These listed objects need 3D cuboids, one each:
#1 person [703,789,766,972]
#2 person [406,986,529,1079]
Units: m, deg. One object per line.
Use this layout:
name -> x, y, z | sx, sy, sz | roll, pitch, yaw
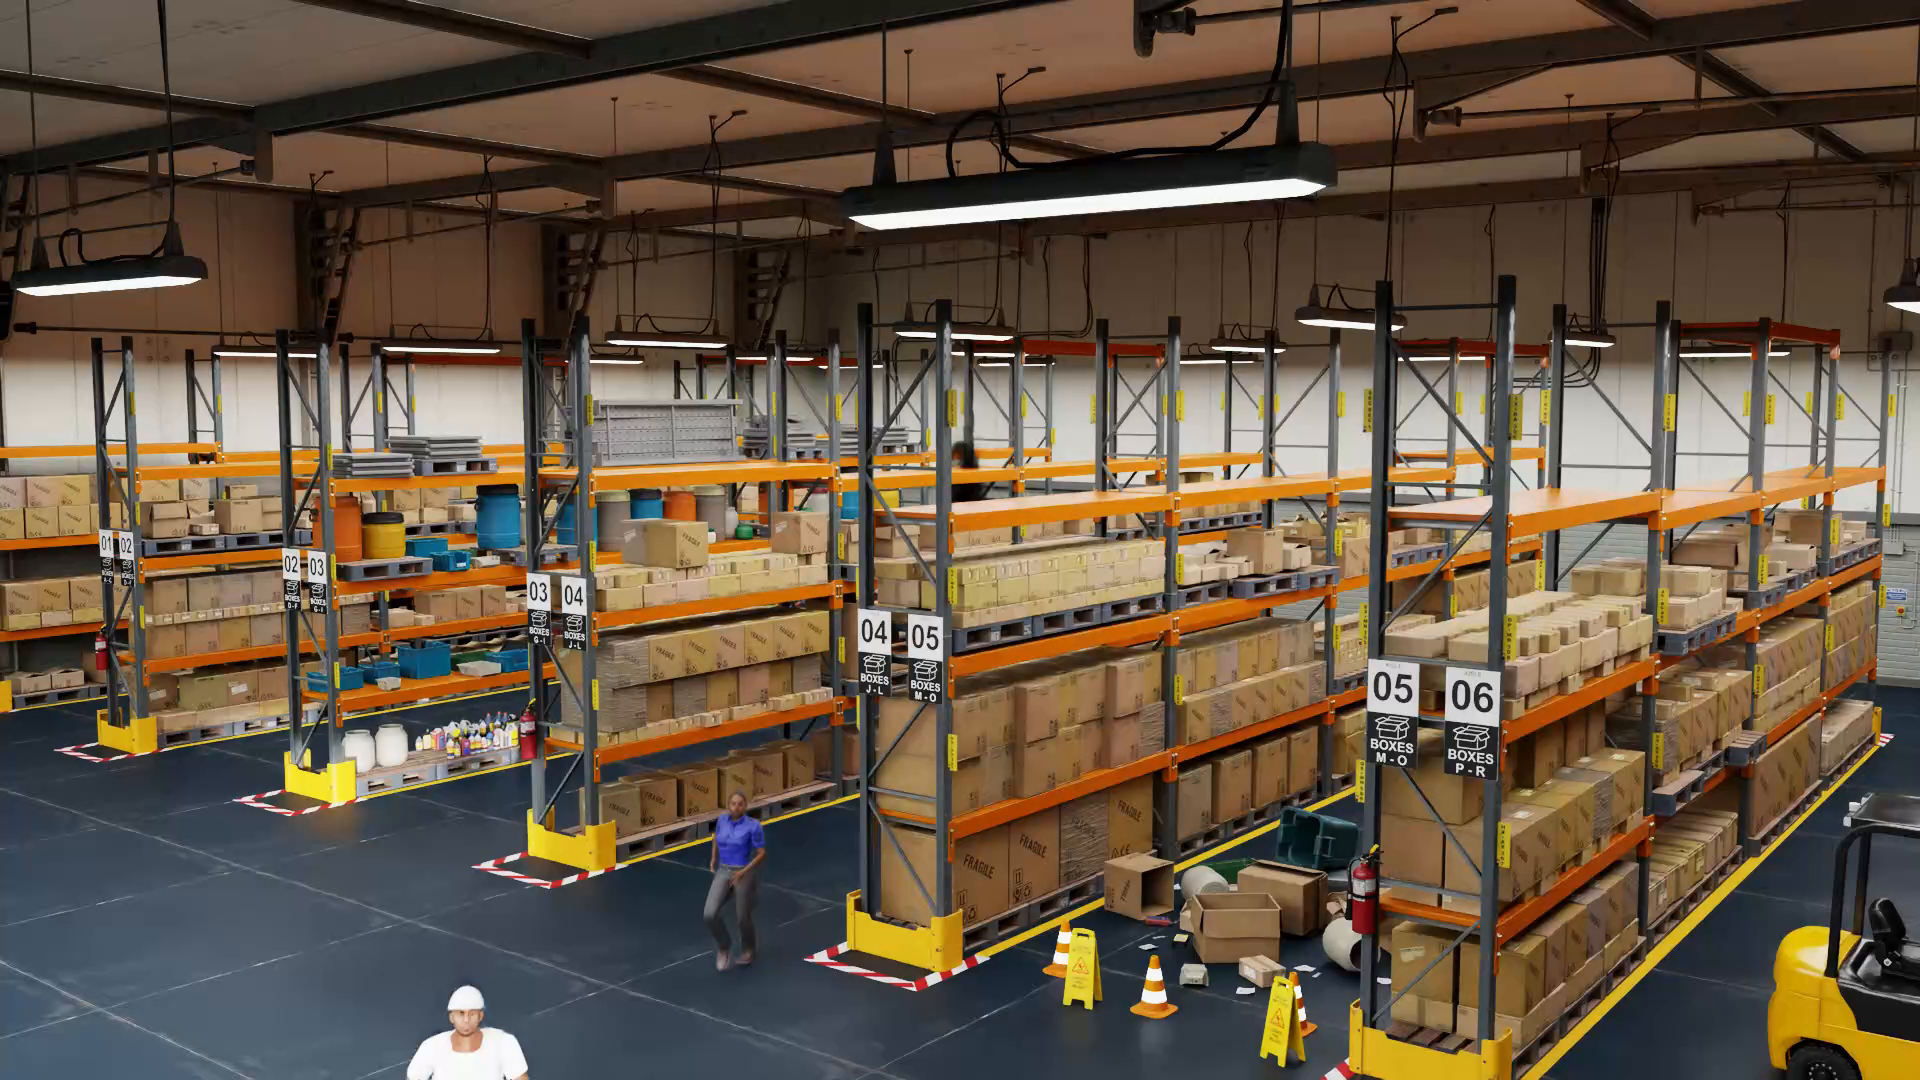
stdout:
person -> -2.030, 3.055, 14.945 | 0.591, 1.640, 0.618 | 2, 5, 19
person -> -2.877, 3.460, 9.721 | 0.711, 1.730, 0.795 | -1, 5, -15
